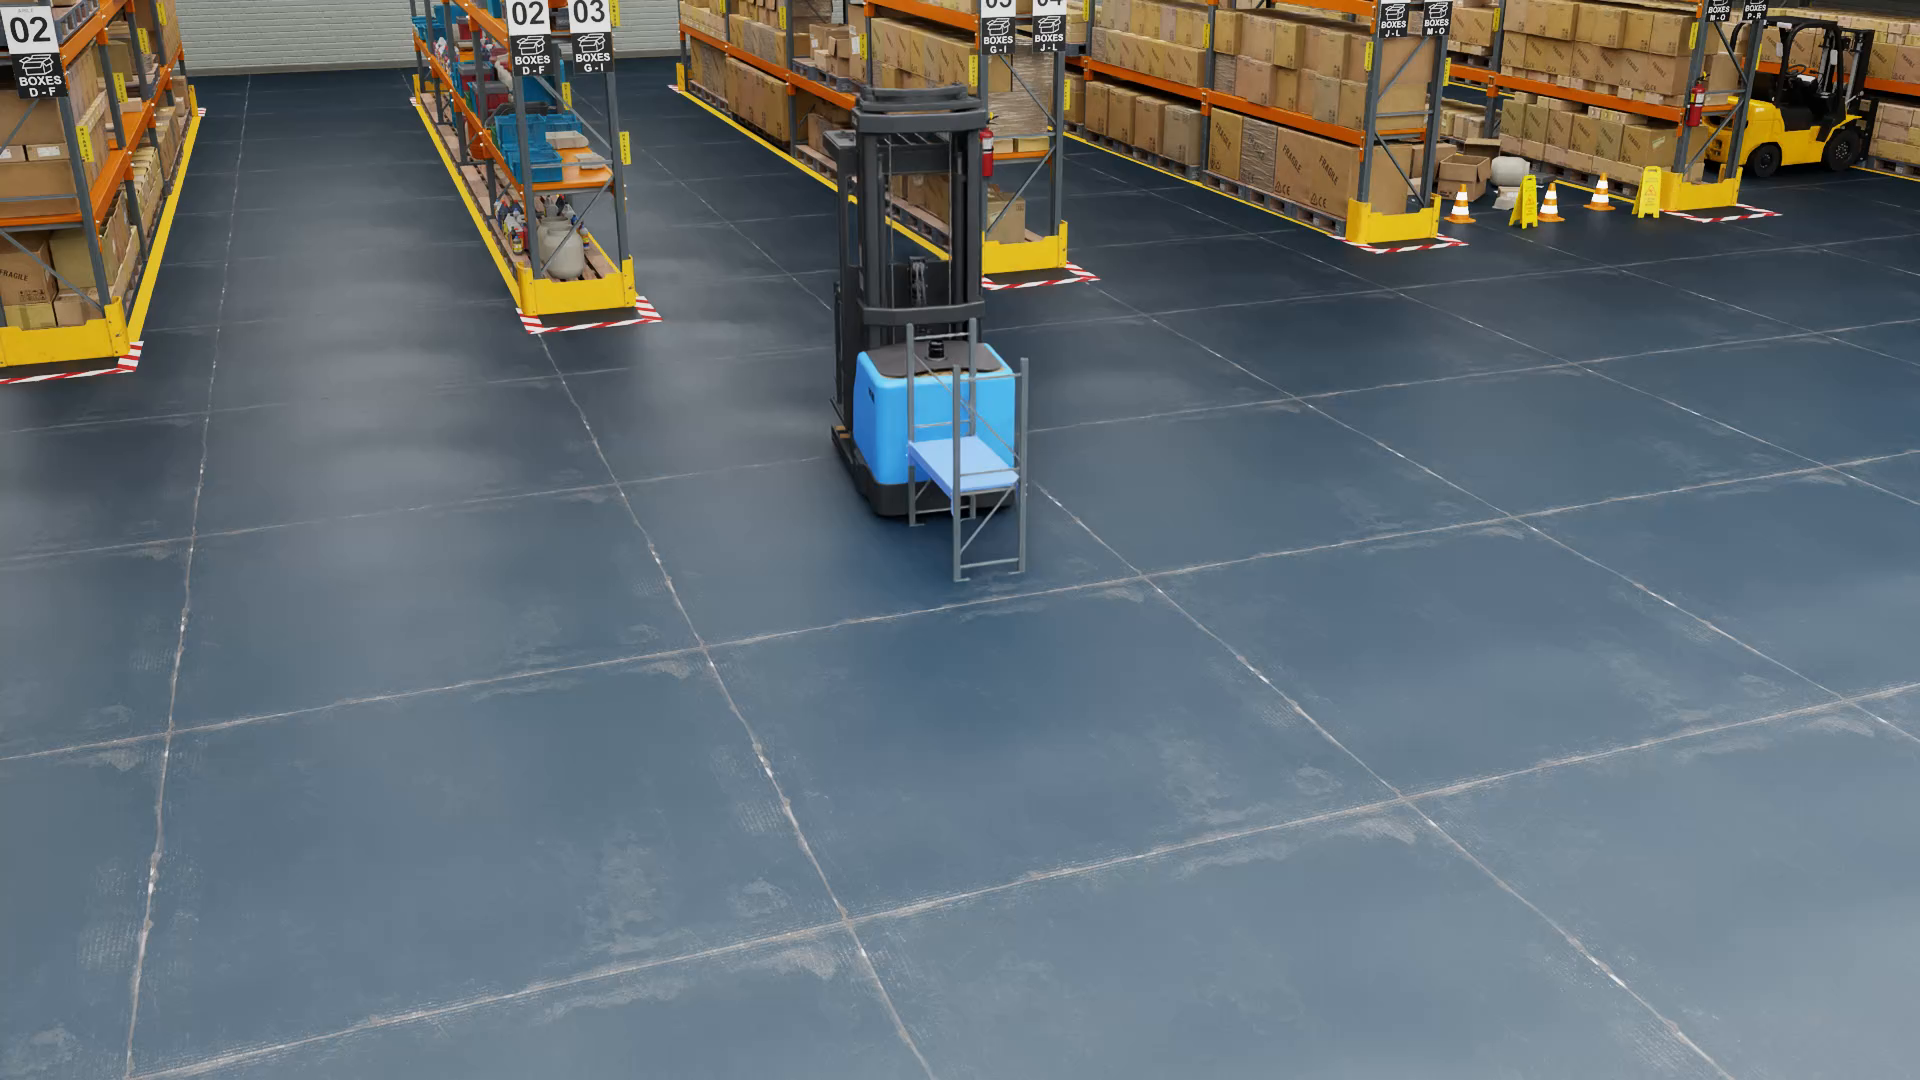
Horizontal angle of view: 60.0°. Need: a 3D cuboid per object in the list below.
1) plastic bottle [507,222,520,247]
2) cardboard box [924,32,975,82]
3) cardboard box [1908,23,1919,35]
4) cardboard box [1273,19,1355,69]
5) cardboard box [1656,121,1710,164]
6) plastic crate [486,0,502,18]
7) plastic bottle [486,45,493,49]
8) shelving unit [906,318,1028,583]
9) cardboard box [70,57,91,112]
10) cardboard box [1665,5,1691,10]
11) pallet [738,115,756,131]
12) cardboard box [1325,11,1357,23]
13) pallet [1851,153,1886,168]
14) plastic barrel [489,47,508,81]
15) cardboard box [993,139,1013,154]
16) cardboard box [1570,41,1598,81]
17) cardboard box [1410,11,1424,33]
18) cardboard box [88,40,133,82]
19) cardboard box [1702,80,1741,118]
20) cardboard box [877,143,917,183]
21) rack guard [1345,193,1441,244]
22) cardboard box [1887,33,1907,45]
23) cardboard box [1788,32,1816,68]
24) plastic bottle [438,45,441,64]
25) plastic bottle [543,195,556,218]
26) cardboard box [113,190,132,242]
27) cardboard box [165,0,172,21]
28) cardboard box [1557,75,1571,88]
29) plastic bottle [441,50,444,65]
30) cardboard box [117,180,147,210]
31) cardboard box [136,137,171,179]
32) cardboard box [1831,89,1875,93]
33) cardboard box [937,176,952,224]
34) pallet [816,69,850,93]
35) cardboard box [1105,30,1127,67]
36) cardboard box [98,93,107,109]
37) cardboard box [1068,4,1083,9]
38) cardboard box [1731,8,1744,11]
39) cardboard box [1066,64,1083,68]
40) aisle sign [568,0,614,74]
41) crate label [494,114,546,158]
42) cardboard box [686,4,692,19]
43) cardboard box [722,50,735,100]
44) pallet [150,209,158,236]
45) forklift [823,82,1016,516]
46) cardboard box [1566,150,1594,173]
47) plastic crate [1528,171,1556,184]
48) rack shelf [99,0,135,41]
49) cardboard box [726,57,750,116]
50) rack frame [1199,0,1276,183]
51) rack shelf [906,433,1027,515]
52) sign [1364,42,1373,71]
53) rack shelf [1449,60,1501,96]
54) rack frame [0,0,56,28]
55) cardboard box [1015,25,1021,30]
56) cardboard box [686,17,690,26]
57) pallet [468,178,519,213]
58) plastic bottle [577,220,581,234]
[{"bbox_3d":[-5.132,-3.524,19.190,0.152,0.276,0.135,-9,24,-20],"label":"plastic bottle"},{"bbox_3d":[-0.109,-5.676,19.556,0.500,0.500,0.500,-8,24,-19],"label":"cardboard box"},{"bbox_3d":[14.010,-7.406,24.113,0.380,0.149,0.250,-8,24,-19],"label":"cardboard box"},{"bbox_3d":[4.594,-6.438,21.579,0.875,0.550,0.500,-8,24,-19],"label":"cardboard box"},{"bbox_3d":[9.909,-5.475,22.911,0.500,0.500,0.500,-9,25,-21],"label":"cardboard box"},{"bbox_3d":[-4.916,-5.850,17.927,0.392,0.384,0.575,-8,24,-19],"label":"plastic crate"},{"bbox_3d":[-7.403,-7.663,26.229,0.152,0.276,0.135,-8,24,-19],"label":"plastic bottle"},{"bbox_3d":[0.034,-0.628,11.310,0.538,1.500,1.048,-7,24,-17],"label":"shelving unit"},{"bbox_3d":[-9.490,-4.717,17.280,0.700,0.500,0.500,-8,24,-19],"label":"cardboard box"},{"bbox_3d":[12.200,-8.983,28.238,0.380,0.149,0.250,-9,24,-20],"label":"cardboard box"},{"bbox_3d":[-3.223,-7.309,28.819,1.003,0.211,1.213,-8,24,-19],"label":"pallet"},{"bbox_3d":[6.709,-9.072,28.962,0.500,0.250,0.500,-8,24,-19],"label":"cardboard box"},{"bbox_3d":[13.850,-5.975,25.655,1.003,0.211,1.213,-8,24,-19],"label":"pallet"},{"bbox_3d":[-6.339,-6.666,23.529,0.600,0.536,0.708,-8,24,-19],"label":"plastic barrel"},{"bbox_3d":[0.379,-4.463,18.800,0.380,0.149,0.250,-8,24,-19],"label":"cardboard box"},{"bbox_3d":[8.987,-6.757,23.408,0.500,0.500,0.500,-8,24,-18],"label":"cardboard box"},{"bbox_3d":[7.614,-8.388,26.737,0.500,0.500,0.500,-9,25,-21],"label":"cardboard box"},{"bbox_3d":[-11.750,-6.505,22.653,0.700,0.500,0.500,-18,29,-36],"label":"cardboard box"},{"bbox_3d":[12.978,-7.286,27.692,0.875,0.625,0.625,-7,24,-17],"label":"cardboard box"},{"bbox_3d":[-0.937,-5.234,22.957,0.700,0.500,0.500,-10,25,-23],"label":"cardboard box"},{"bbox_3d":[5.357,-3.987,20.565,1.175,0.500,0.348,-8,24,-19],"label":"rack guard"},{"bbox_3d":[13.834,-7.352,24.367,0.380,0.149,0.250,-9,25,-21],"label":"cardboard box"},{"bbox_3d":[13.285,-7.661,25.935,0.500,0.500,0.500,-8,24,-18],"label":"cardboard box"},{"bbox_3d":[-8.156,-7.616,26.107,0.061,0.283,0.133,-8,24,-19],"label":"plastic bottle"},{"bbox_3d":[-5.011,-4.045,20.329,0.144,0.351,0.185,-8,24,-19],"label":"plastic bottle"},{"bbox_3d":[-9.475,-3.549,18.343,0.500,0.500,0.500,-8,24,-19],"label":"cardboard box"},{"bbox_3d":[-13.286,-8.784,27.313,0.500,0.500,0.500,-8,24,-17],"label":"cardboard box"},{"bbox_3d":[8.785,-6.576,23.814,0.380,0.149,0.250,-8,24,-19],"label":"cardboard box"},{"bbox_3d":[-7.934,-7.402,25.616,0.097,0.271,0.097,0,23,0],"label":"plastic bottle"},{"bbox_3d":[-10.094,-4.151,20.014,0.500,0.311,0.500,-9,24,-20],"label":"cardboard box"},{"bbox_3d":[-11.315,-5.308,23.133,0.500,0.500,0.500,-7,24,-17],"label":"cardboard box"},{"bbox_3d":[13.887,-6.866,25.891,0.500,0.250,0.500,-8,24,-19],"label":"cardboard box"},{"bbox_3d":[0.021,-4.217,20.570,0.500,0.500,0.500,-6,24,-14],"label":"cardboard box"},{"bbox_3d":[-1.416,-6.608,23.813,1.003,0.211,1.213,-8,24,-19],"label":"pallet"},{"bbox_3d":[2.611,-7.716,26.065,0.500,0.500,0.500,-9,24,-19],"label":"cardboard box"},{"bbox_3d":[-9.713,-4.875,18.489,0.380,0.149,0.250,-8,24,-19],"label":"cardboard box"},{"bbox_3d":[2.075,-9.078,28.442,0.380,0.149,0.250,-8,24,-17],"label":"cardboard box"},{"bbox_3d":[13.007,-8.787,27.771,0.380,0.149,0.250,-9,24,-20],"label":"cardboard box"},{"bbox_3d":[2.164,-8.091,28.796,0.500,0.250,0.500,-8,24,-19],"label":"cardboard box"},{"bbox_3d":[-3.661,-5.036,16.489,0.394,0.787,0.004,-8,24,-19],"label":"aisle sign"},{"bbox_3d":[-4.864,-4.472,18.452,0.502,0.435,0.616,-8,24,-19],"label":"crate label"},{"bbox_3d":[-4.872,-9.986,31.390,0.500,0.250,0.500,-9,24,-20],"label":"cardboard box"},{"bbox_3d":[-3.725,-8.329,29.844,0.875,0.875,0.875,-8,24,-19],"label":"cardboard box"},{"bbox_3d":[-10.741,-4.020,21.017,1.003,0.211,1.213,-8,24,-19],"label":"pallet"},{"bbox_3d":[-0.428,-2.068,12.884,1.130,2.935,3.031,-5,23,-12],"label":"forklift"},{"bbox_3d":[9.041,-5.425,23.759,0.500,0.250,0.500,-9,25,-21],"label":"cardboard box"},{"bbox_3d":[8.318,-5.288,24.194,0.402,0.080,0.583,-18,29,-37],"label":"plastic crate"},{"bbox_3d":[-10.716,-6.376,20.081,1.077,0.370,4.000,-8,24,-19],"label":"rack shelf"},{"bbox_3d":[-3.321,-7.848,28.704,1.225,0.875,0.875,-8,24,-19],"label":"cardboard box"},{"bbox_3d":[3.936,-6.601,23.548,1.000,3.000,0.127,-8,24,-19],"label":"rack frame"},{"bbox_3d":[0.034,-0.463,11.380,0.538,0.185,1.000,-7,24,-17],"label":"rack shelf"},{"bbox_3d":[4.836,-5.721,19.665,0.100,0.325,0.005,-8,24,-19],"label":"sign"},{"bbox_3d":[7.824,-7.712,27.111,1.077,0.370,4.000,-8,24,-19],"label":"rack shelf"},{"bbox_3d":[-8.596,-5.910,14.186,1.000,3.000,0.127,-8,24,-19],"label":"rack frame"},{"bbox_3d":[1.185,-9.004,29.033,0.380,0.149,0.250,-9,25,-21],"label":"cardboard box"},{"bbox_3d":[-4.980,-9.841,31.560,0.380,0.149,0.250,-9,24,-20],"label":"cardboard box"},{"bbox_3d":[-6.122,-4.716,22.668,1.003,0.211,1.213,-8,24,-19],"label":"pallet"},{"bbox_3d":[-4.431,-3.595,19.365,0.097,0.271,0.097,0,23,0],"label":"plastic bottle"}]
